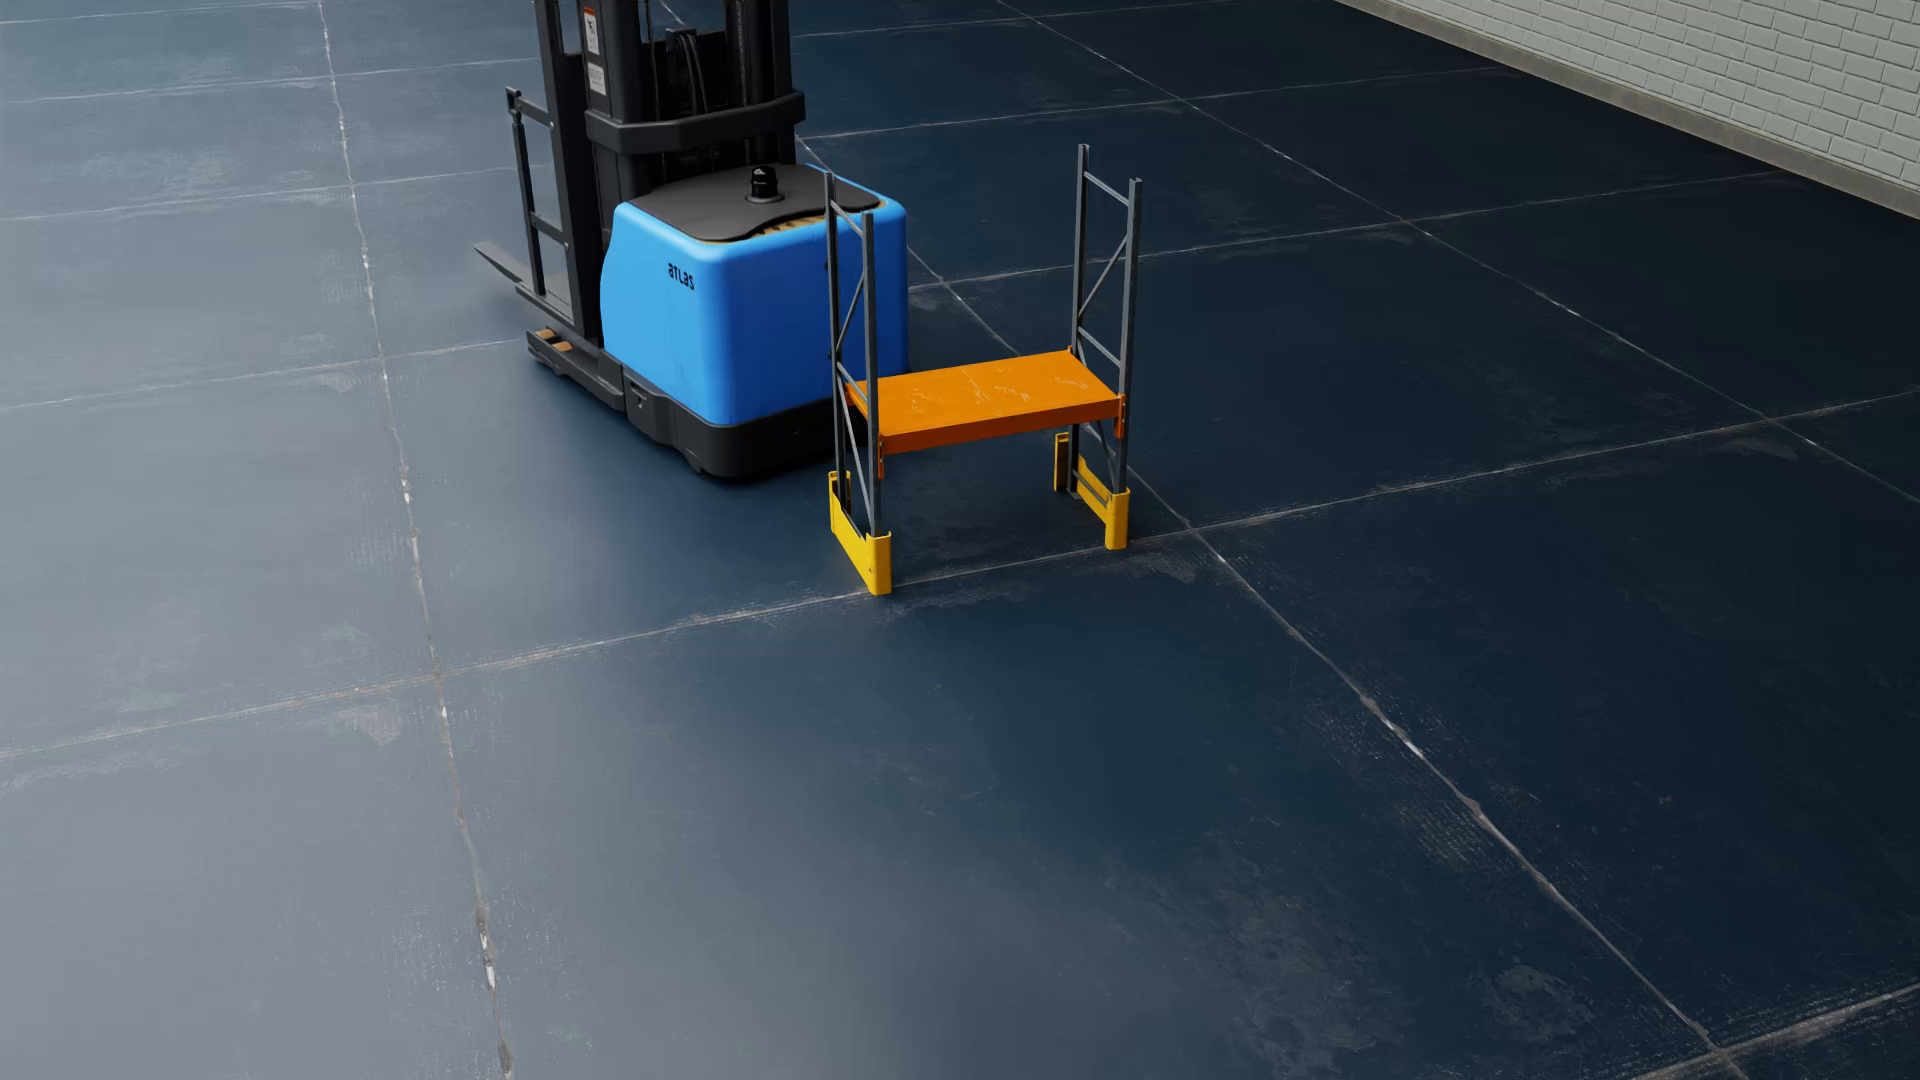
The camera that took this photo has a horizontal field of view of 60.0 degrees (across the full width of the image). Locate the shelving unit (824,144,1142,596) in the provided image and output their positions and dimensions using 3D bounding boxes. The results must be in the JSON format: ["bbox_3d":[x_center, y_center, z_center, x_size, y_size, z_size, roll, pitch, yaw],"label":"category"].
[{"bbox_3d":[0.071,-0.665,6.402,1.083,1.500,0.587,-10,31,-18],"label":"shelving unit"}]

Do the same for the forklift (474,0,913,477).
[{"bbox_3d":[-1.500,-2.210,7.668,1.130,2.935,3.031,-20,36,-32],"label":"forklift"}]

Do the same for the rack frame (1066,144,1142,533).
[{"bbox_3d":[0.556,-0.754,6.559,0.032,1.500,0.500,-10,31,-18],"label":"rack frame"}]

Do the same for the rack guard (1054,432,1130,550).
[{"bbox_3d":[0.538,-0.208,6.862,0.087,0.250,0.587,-10,31,-18],"label":"rack guard"}]

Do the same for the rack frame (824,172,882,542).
[{"bbox_3d":[-0.396,-0.579,6.251,0.032,1.500,0.500,-10,31,-18],"label":"rack frame"}]

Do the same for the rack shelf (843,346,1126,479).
[{"bbox_3d":[0.080,-0.510,6.494,1.000,0.185,0.538,-10,31,-18],"label":"rack shelf"}]

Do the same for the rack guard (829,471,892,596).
[{"bbox_3d":[-0.395,-0.036,6.560,0.087,0.250,0.587,-10,31,-18],"label":"rack guard"}]
